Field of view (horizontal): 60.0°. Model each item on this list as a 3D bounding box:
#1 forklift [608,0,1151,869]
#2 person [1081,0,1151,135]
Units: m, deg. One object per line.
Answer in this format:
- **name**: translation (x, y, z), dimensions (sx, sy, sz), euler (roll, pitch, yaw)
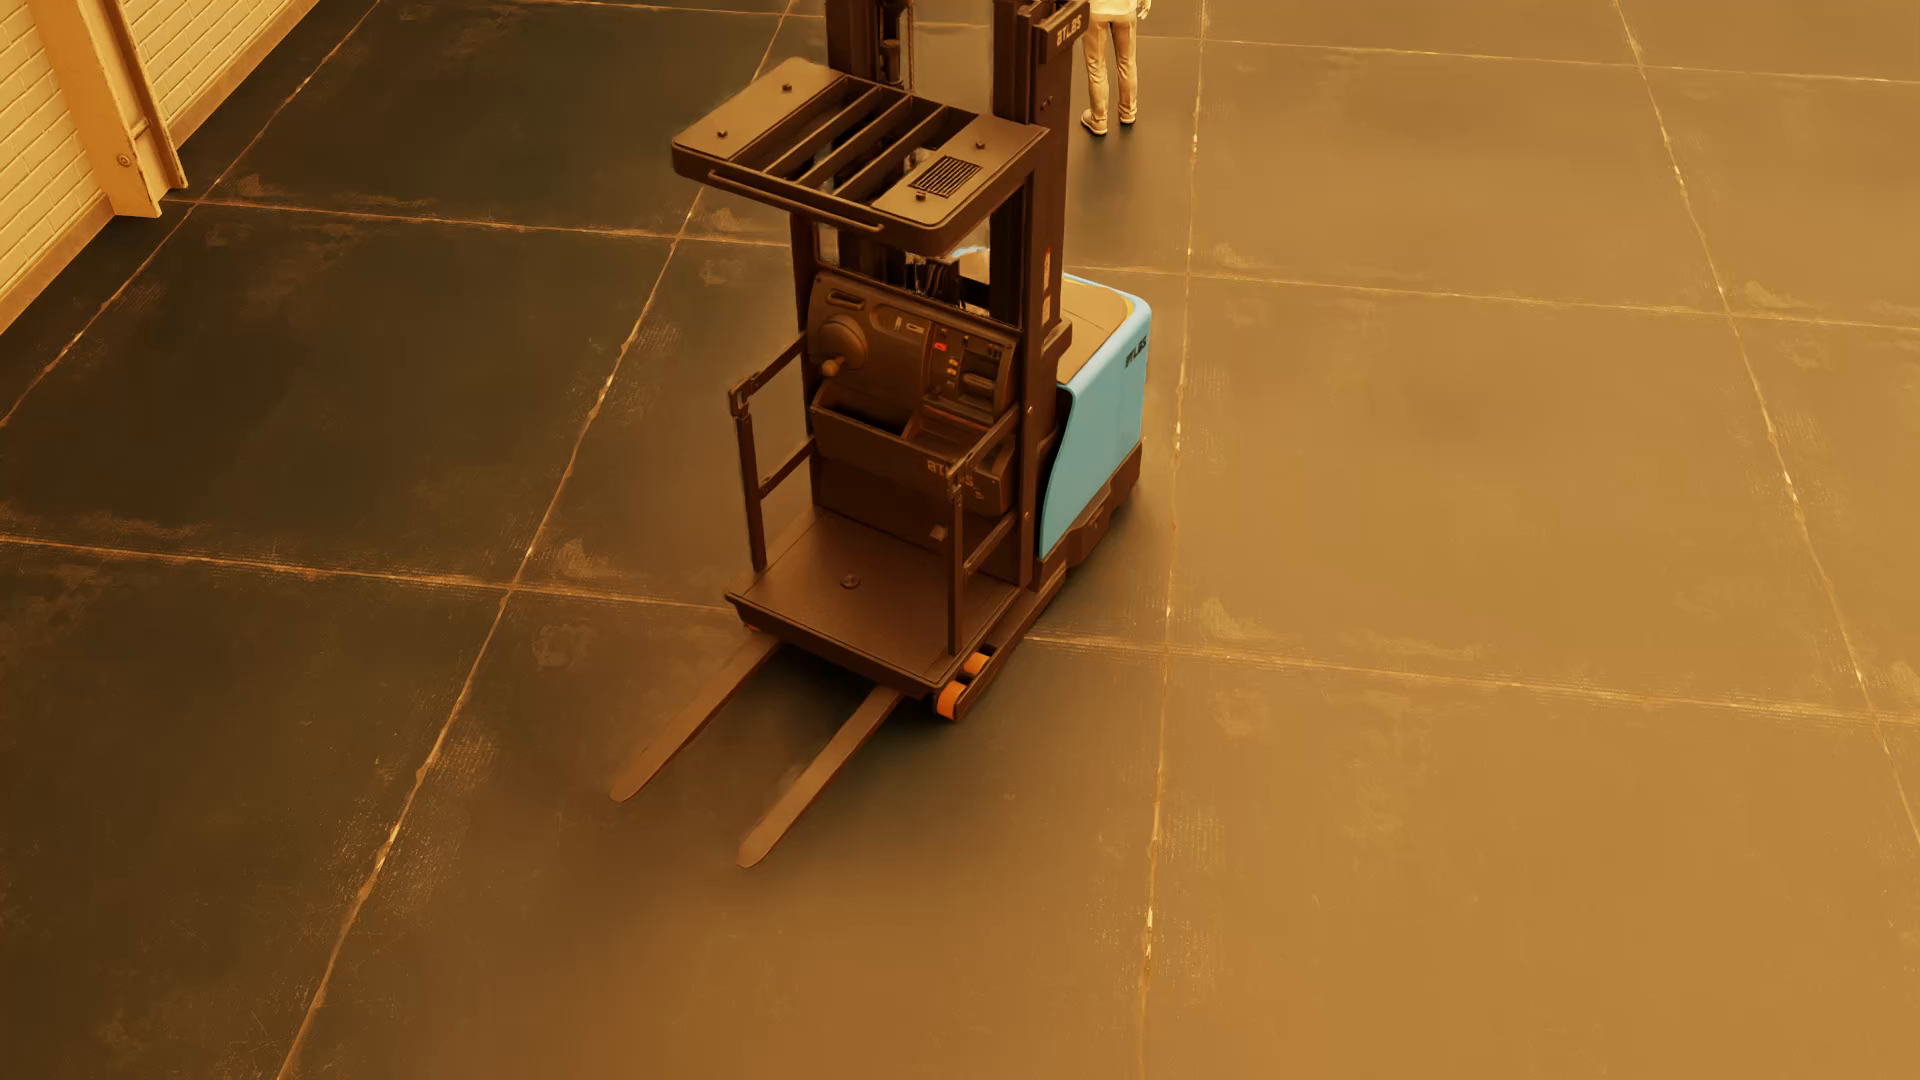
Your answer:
- **forklift**: translation (-0.309, -0.678, 6.463), dimensions (1.130, 2.935, 3.031), euler (22, 47, 22)
- **person**: translation (0.898, -3.309, 10.230), dimensions (0.588, 1.694, 0.530), euler (-6, 43, -7)
